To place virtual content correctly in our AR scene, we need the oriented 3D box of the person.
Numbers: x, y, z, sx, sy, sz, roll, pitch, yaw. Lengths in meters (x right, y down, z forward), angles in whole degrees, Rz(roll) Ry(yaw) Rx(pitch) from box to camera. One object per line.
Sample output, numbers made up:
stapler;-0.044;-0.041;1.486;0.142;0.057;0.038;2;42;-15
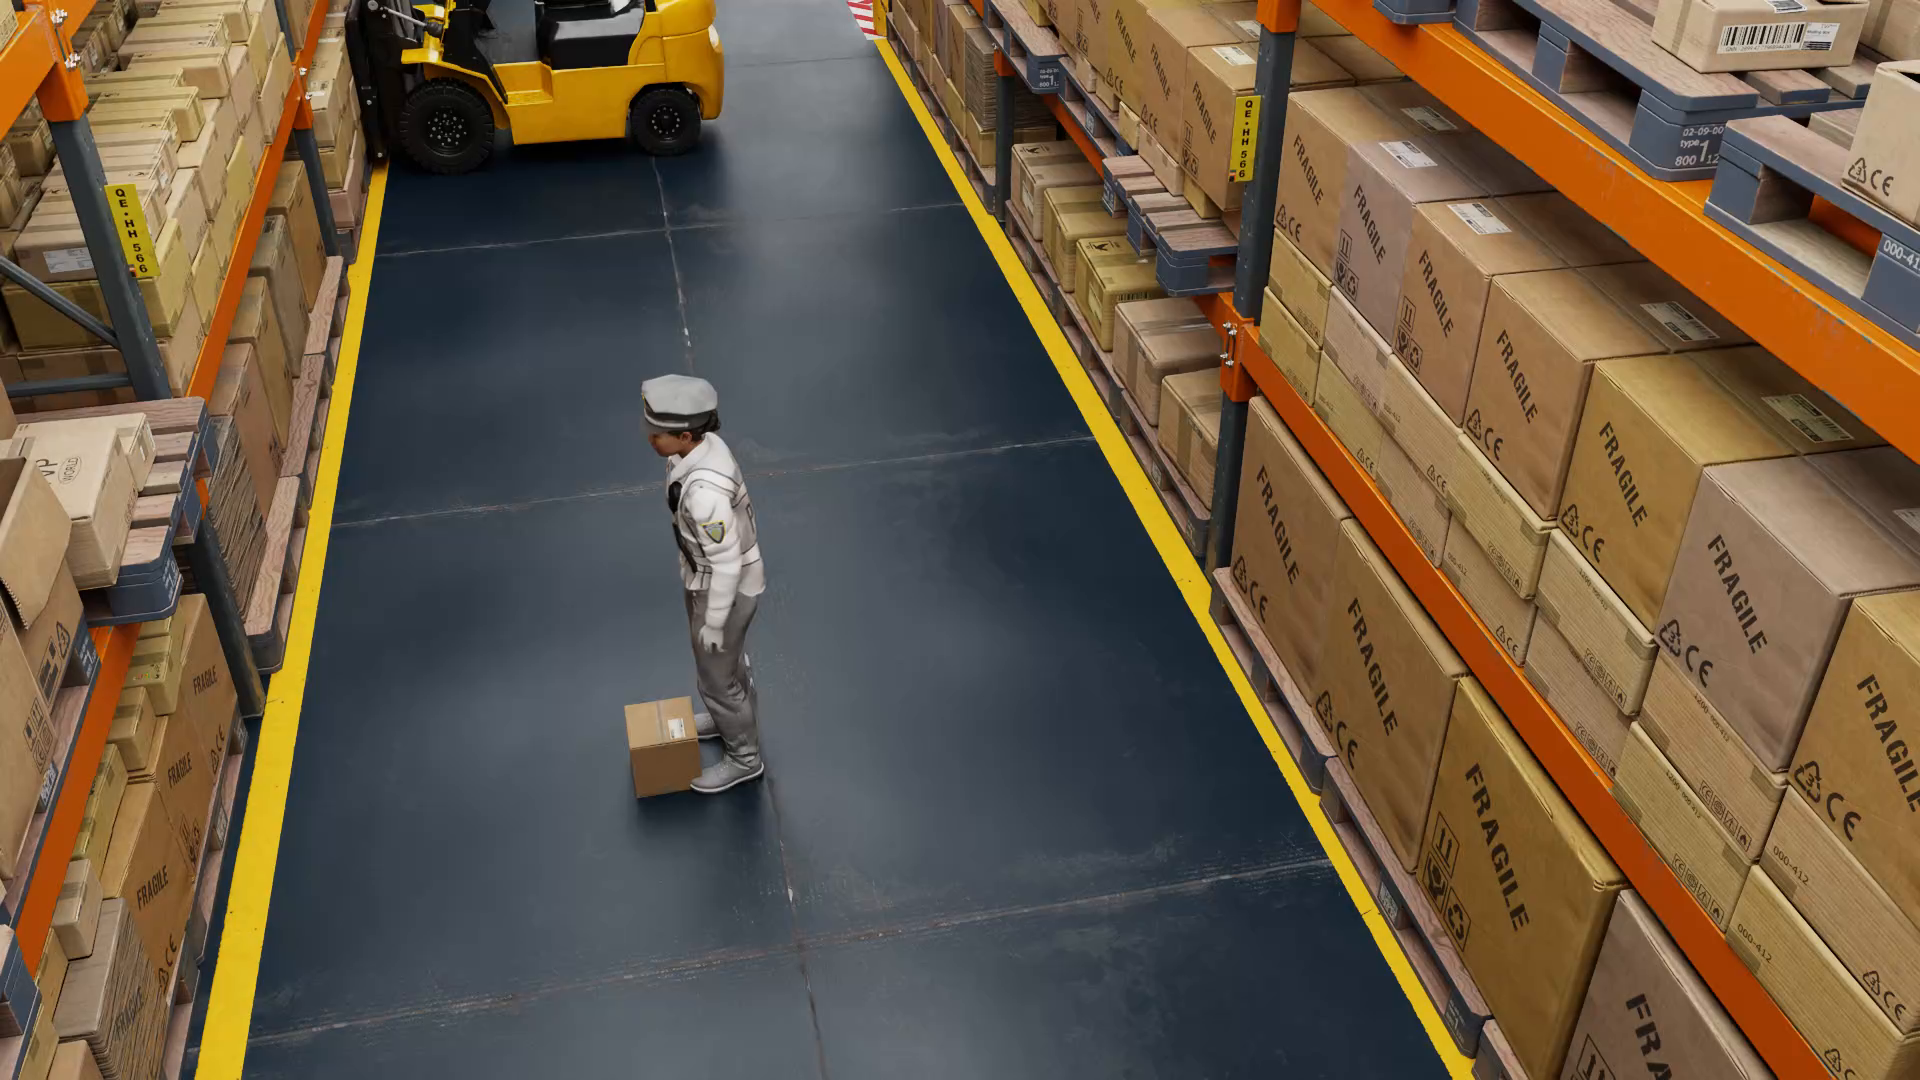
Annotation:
person;-0.880;0.166;5.897;0.369;1.667;0.547;-9;36;-13
